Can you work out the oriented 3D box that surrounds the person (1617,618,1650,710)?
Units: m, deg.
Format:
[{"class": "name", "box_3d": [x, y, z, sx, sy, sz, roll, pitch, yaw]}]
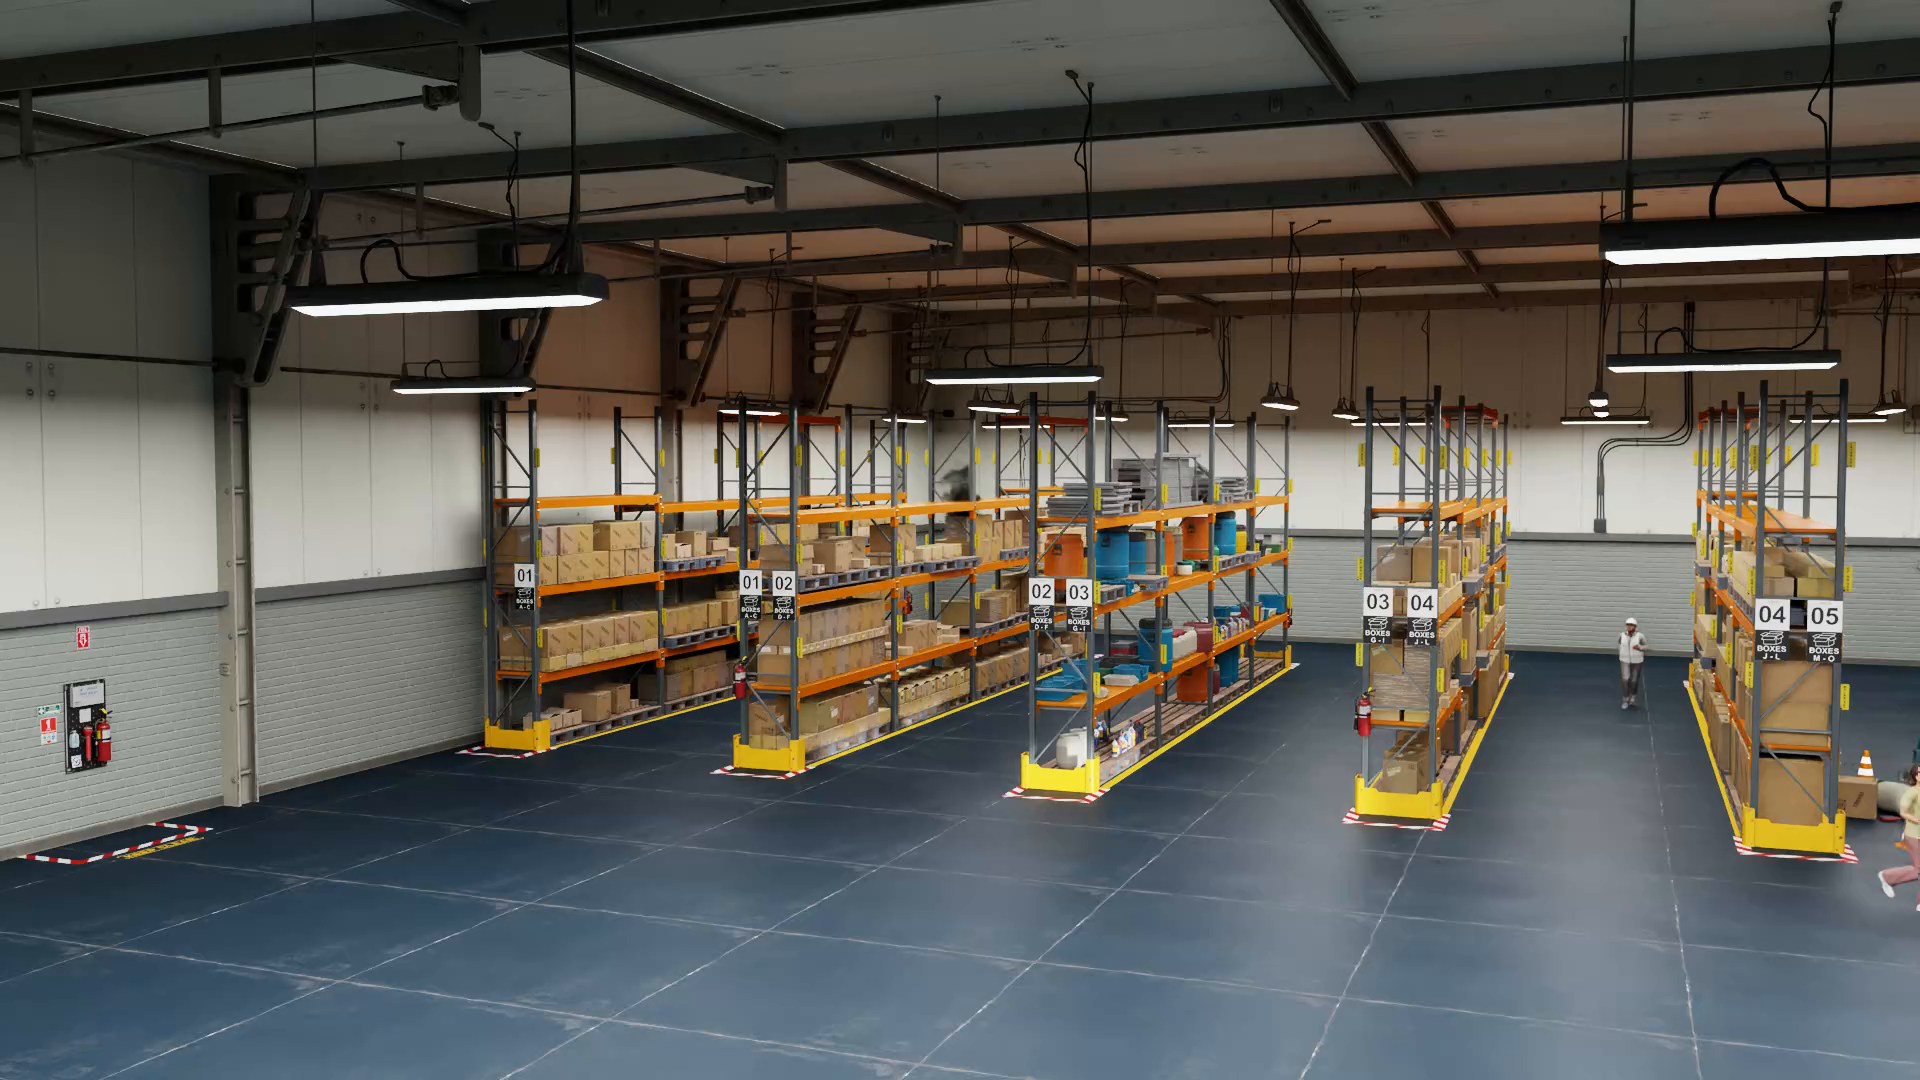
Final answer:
[{"class": "person", "box_3d": [13.513, 2.477, 33.398, 0.632, 1.834, 0.804, 1, 3, 27]}]

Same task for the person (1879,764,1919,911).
[{"class": "person", "box_3d": [10.565, 3.282, 18.379, 0.579, 1.613, 0.710, -2, 3, -30]}]
